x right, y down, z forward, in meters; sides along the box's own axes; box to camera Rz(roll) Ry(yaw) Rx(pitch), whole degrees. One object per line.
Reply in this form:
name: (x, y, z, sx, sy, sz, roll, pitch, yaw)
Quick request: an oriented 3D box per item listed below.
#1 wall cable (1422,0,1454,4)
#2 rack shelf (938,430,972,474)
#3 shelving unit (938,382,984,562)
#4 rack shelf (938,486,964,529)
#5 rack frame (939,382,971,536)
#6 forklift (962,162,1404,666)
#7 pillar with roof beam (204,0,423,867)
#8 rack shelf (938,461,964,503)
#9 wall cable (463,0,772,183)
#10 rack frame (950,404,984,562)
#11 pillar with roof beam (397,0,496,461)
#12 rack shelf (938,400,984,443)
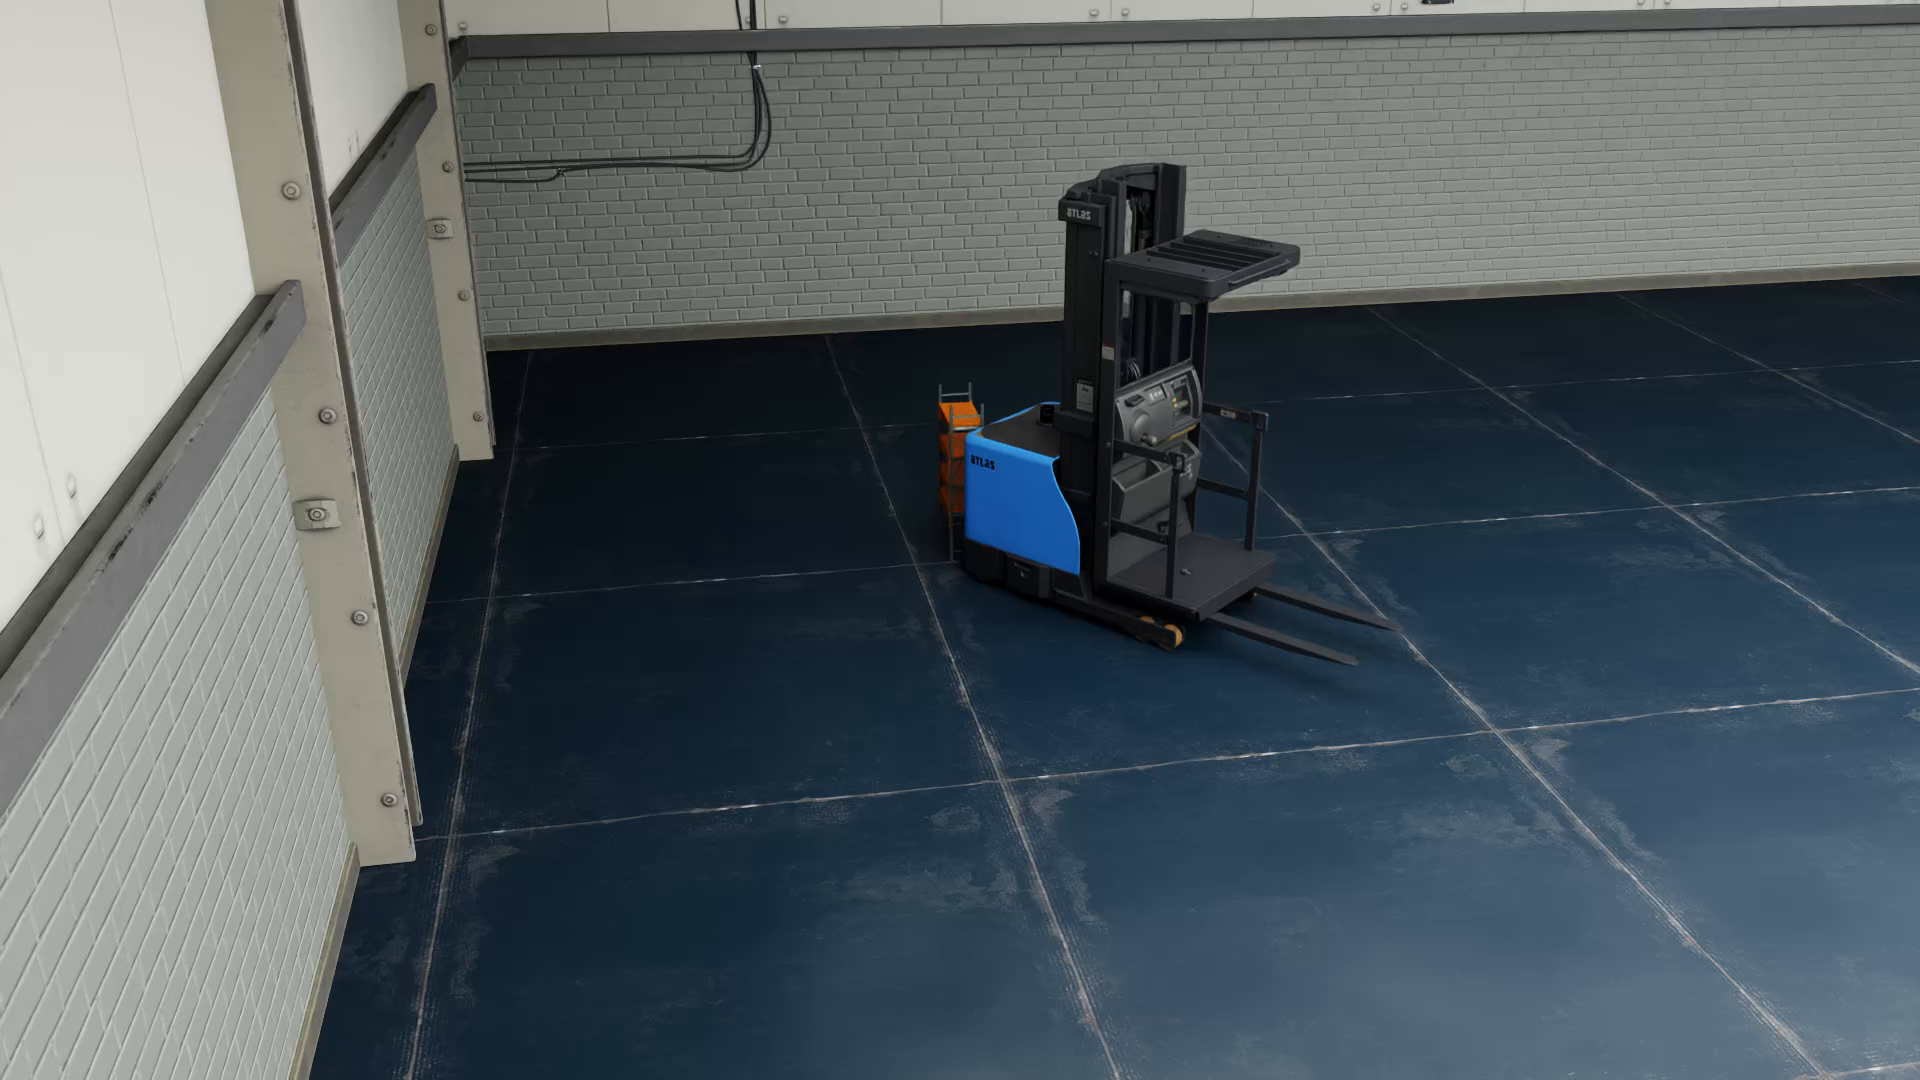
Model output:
wall cable: (5.949, -8.390, 16.211, 2.305, 6.003, 0.169, -4, 24, -10)
rack shelf: (0.005, -0.638, 12.064, 0.258, 0.148, 0.480, -4, 24, -9)
shelving unit: (0.005, -0.495, 12.126, 0.258, 1.200, 0.503, -4, 24, -9)
rack shelf: (0.005, -0.251, 12.233, 0.258, 0.148, 0.480, -4, 24, -9)
rack frame: (-0.036, -0.591, 12.347, 0.240, 1.200, 0.015, -4, 24, -9)
forklift: (1.470, -0.863, 10.806, 3.031, 2.935, 1.130, 18, 30, 36)
pillar with roof beam: (1.202, -2.837, 7.745, 9.100, 9.000, 0.400, -4, 24, -10)
rack shelf: (0.005, -0.433, 12.153, 0.258, 0.148, 0.480, -4, 24, -9)
wall cable: (-3.384, -4.712, 15.918, 3.097, 2.526, 0.112, -4, 24, -10)
rack frame: (0.047, -0.398, 11.906, 0.240, 1.200, 0.015, -4, 24, -9)
pillar with roof beam: (0.092, -5.197, 13.149, 9.100, 9.000, 0.400, -4, 24, -10)
rack shelf: (0.005, -0.855, 11.969, 0.258, 0.148, 0.480, -4, 24, -9)
